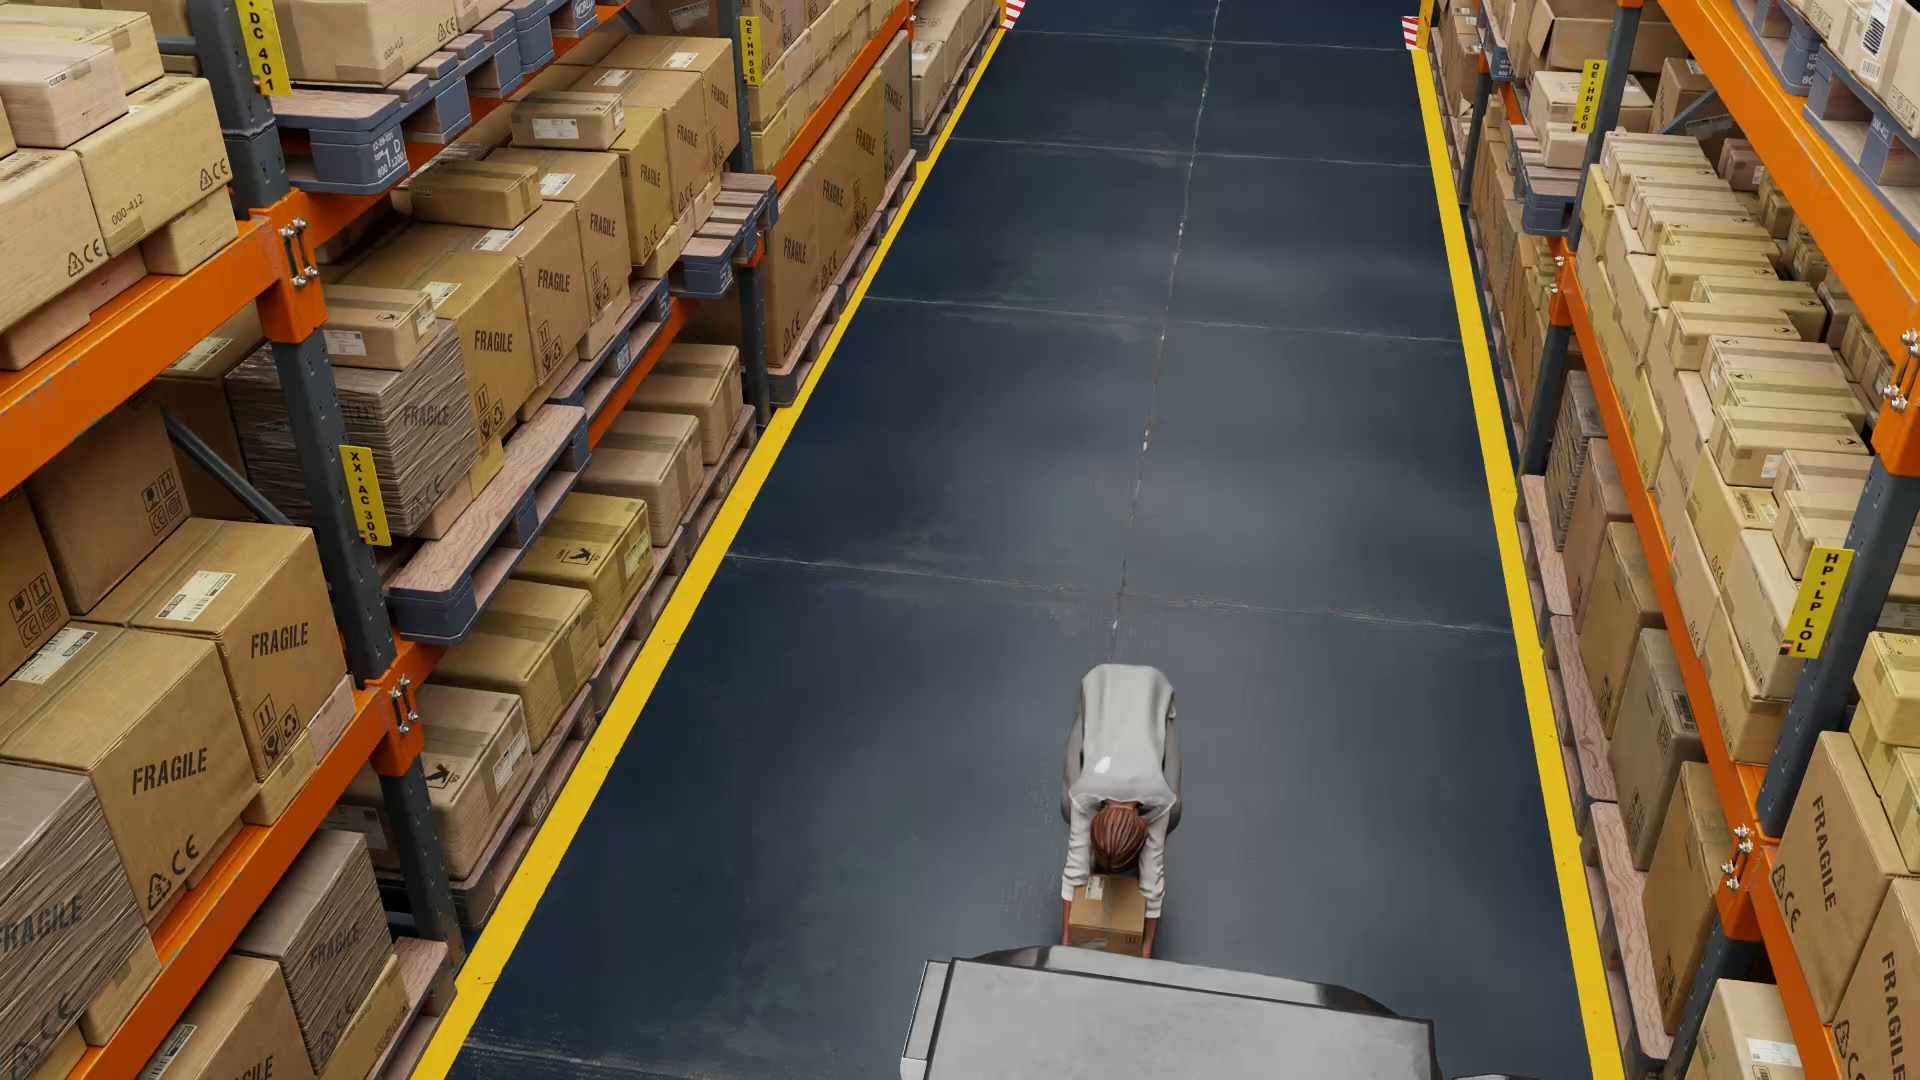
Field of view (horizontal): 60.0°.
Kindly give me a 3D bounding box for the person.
[{"bbox_3d":[0.563,0.952,5.828,0.422,0.886,0.853,4,33,6],"label":"person"}]
